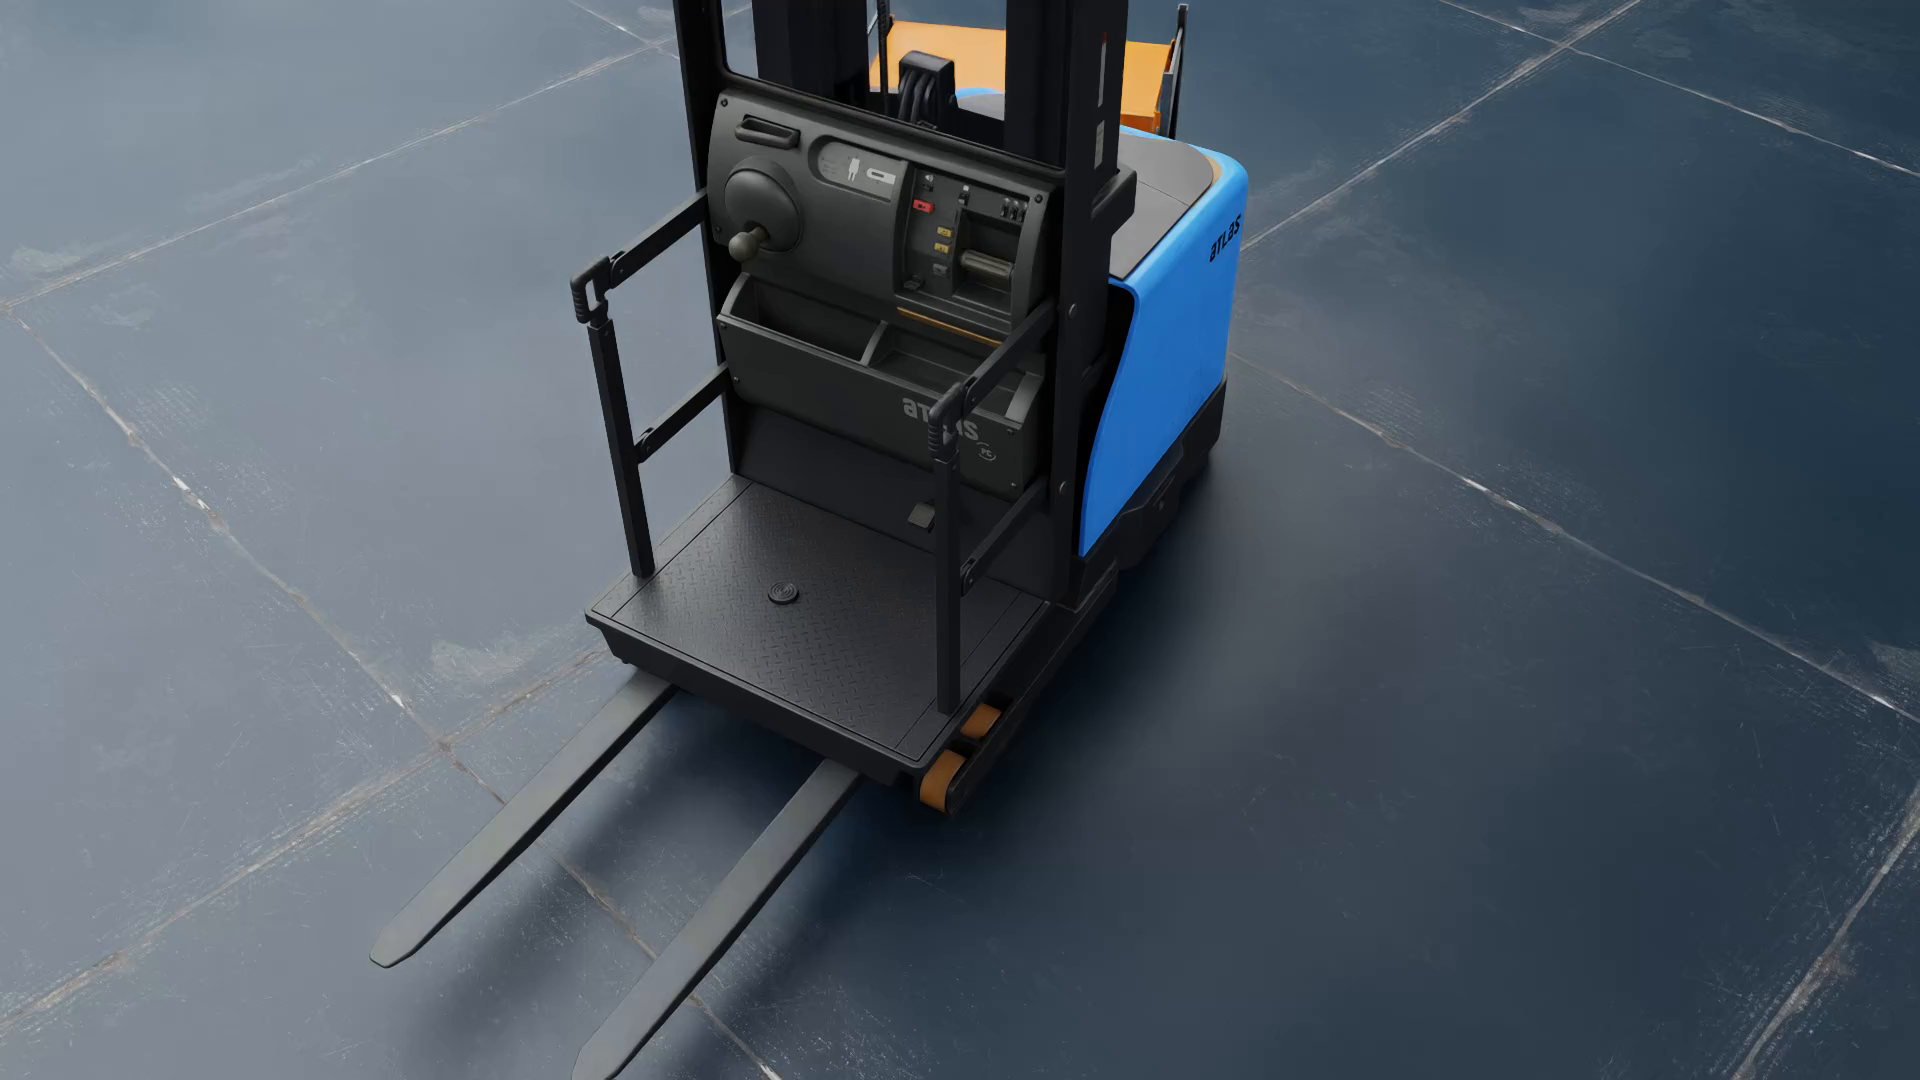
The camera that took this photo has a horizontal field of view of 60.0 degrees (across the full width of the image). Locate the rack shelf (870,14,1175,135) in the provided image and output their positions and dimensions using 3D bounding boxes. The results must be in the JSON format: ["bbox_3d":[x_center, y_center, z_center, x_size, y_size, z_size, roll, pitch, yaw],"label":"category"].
[{"bbox_3d":[0.195,-1.483,5.595,1.000,0.278,0.538,8,43,8],"label":"rack shelf"}]

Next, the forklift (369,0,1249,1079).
[{"bbox_3d":[-0.320,-0.710,3.859,1.130,2.935,3.031,22,47,22],"label":"forklift"}]

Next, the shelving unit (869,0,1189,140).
[{"bbox_3d":[0.195,-1.268,5.793,1.048,1.125,0.538,8,43,8],"label":"shelving unit"}]

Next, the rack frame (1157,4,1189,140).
[{"bbox_3d":[0.693,-1.199,5.719,0.032,1.125,0.500,8,43,8],"label":"rack frame"}]

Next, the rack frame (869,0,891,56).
[{"bbox_3d":[-0.303,-1.337,5.868,0.032,1.125,0.500,8,43,8],"label":"rack frame"}]
